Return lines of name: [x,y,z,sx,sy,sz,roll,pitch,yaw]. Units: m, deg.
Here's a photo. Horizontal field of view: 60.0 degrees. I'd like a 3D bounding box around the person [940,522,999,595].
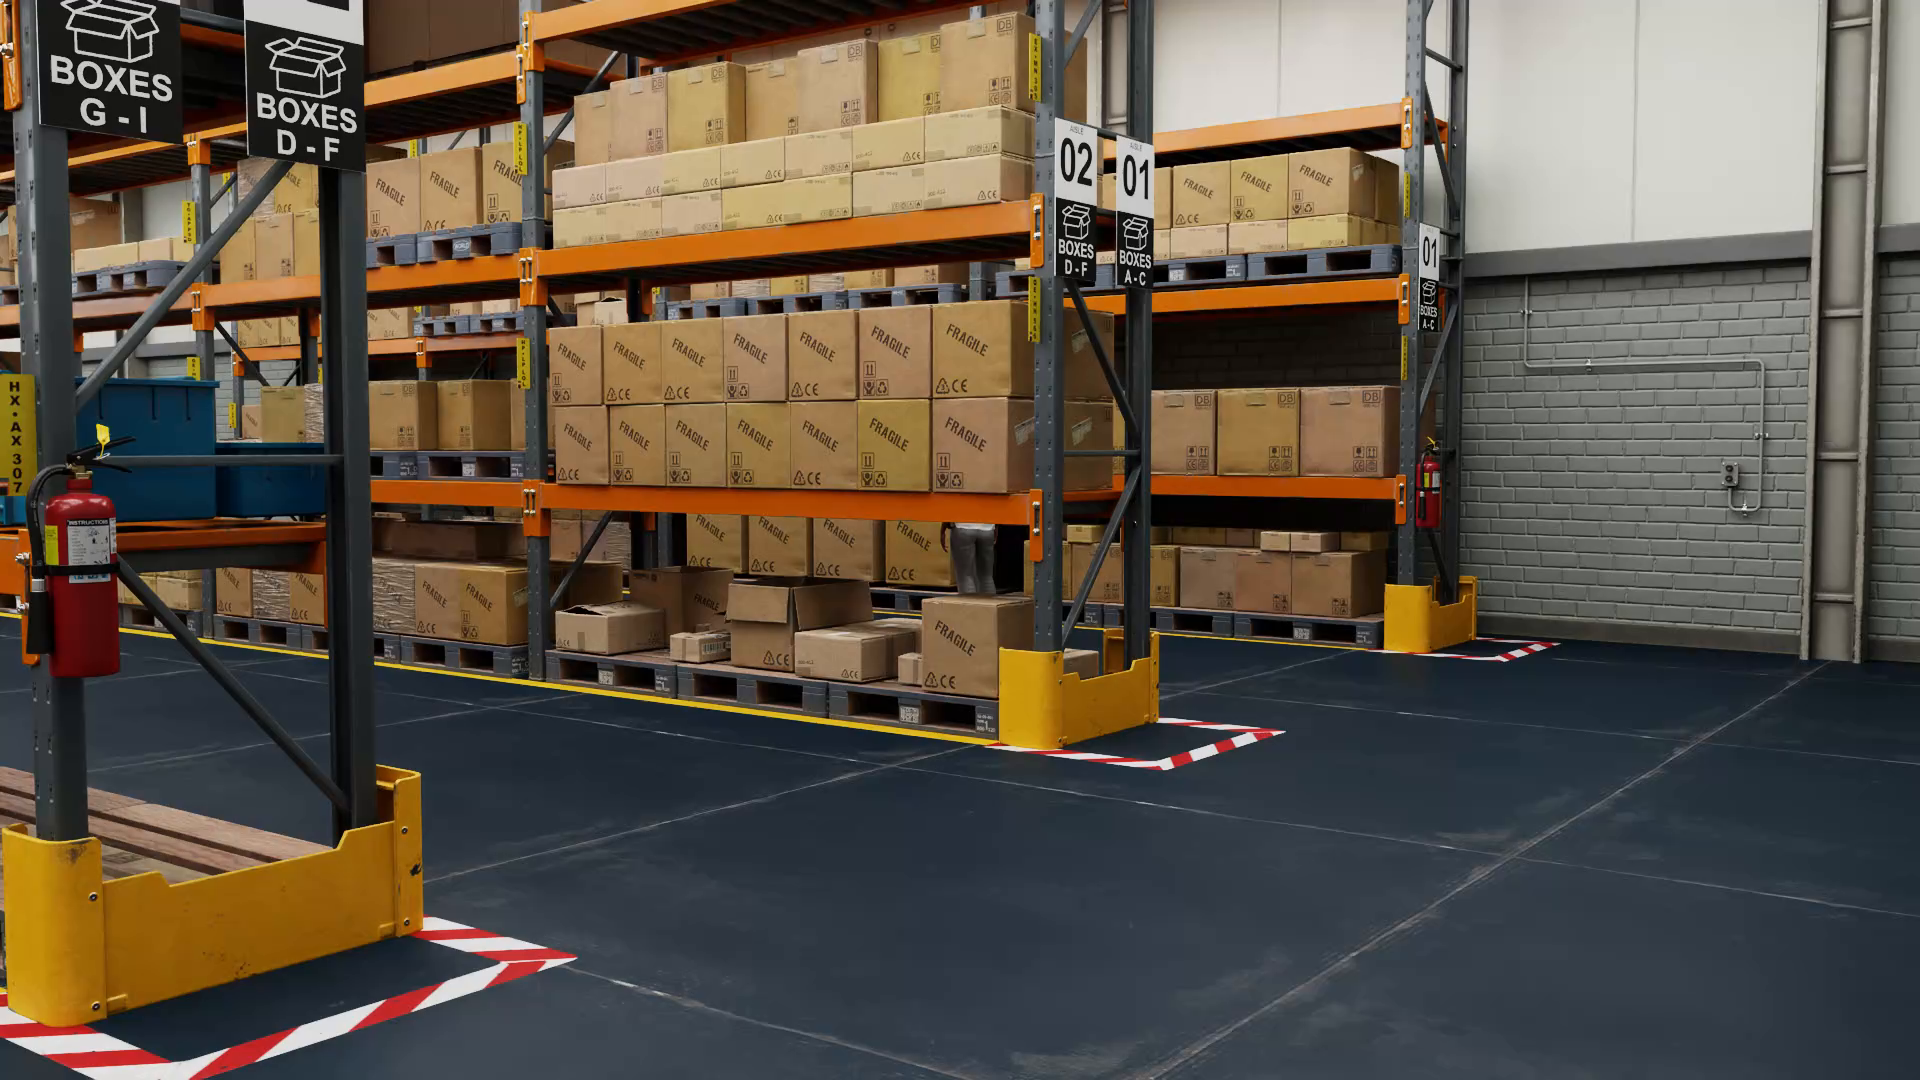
person: [0.075,-0.076,13.518,0.569,1.696,0.528,-2,4,-29]
